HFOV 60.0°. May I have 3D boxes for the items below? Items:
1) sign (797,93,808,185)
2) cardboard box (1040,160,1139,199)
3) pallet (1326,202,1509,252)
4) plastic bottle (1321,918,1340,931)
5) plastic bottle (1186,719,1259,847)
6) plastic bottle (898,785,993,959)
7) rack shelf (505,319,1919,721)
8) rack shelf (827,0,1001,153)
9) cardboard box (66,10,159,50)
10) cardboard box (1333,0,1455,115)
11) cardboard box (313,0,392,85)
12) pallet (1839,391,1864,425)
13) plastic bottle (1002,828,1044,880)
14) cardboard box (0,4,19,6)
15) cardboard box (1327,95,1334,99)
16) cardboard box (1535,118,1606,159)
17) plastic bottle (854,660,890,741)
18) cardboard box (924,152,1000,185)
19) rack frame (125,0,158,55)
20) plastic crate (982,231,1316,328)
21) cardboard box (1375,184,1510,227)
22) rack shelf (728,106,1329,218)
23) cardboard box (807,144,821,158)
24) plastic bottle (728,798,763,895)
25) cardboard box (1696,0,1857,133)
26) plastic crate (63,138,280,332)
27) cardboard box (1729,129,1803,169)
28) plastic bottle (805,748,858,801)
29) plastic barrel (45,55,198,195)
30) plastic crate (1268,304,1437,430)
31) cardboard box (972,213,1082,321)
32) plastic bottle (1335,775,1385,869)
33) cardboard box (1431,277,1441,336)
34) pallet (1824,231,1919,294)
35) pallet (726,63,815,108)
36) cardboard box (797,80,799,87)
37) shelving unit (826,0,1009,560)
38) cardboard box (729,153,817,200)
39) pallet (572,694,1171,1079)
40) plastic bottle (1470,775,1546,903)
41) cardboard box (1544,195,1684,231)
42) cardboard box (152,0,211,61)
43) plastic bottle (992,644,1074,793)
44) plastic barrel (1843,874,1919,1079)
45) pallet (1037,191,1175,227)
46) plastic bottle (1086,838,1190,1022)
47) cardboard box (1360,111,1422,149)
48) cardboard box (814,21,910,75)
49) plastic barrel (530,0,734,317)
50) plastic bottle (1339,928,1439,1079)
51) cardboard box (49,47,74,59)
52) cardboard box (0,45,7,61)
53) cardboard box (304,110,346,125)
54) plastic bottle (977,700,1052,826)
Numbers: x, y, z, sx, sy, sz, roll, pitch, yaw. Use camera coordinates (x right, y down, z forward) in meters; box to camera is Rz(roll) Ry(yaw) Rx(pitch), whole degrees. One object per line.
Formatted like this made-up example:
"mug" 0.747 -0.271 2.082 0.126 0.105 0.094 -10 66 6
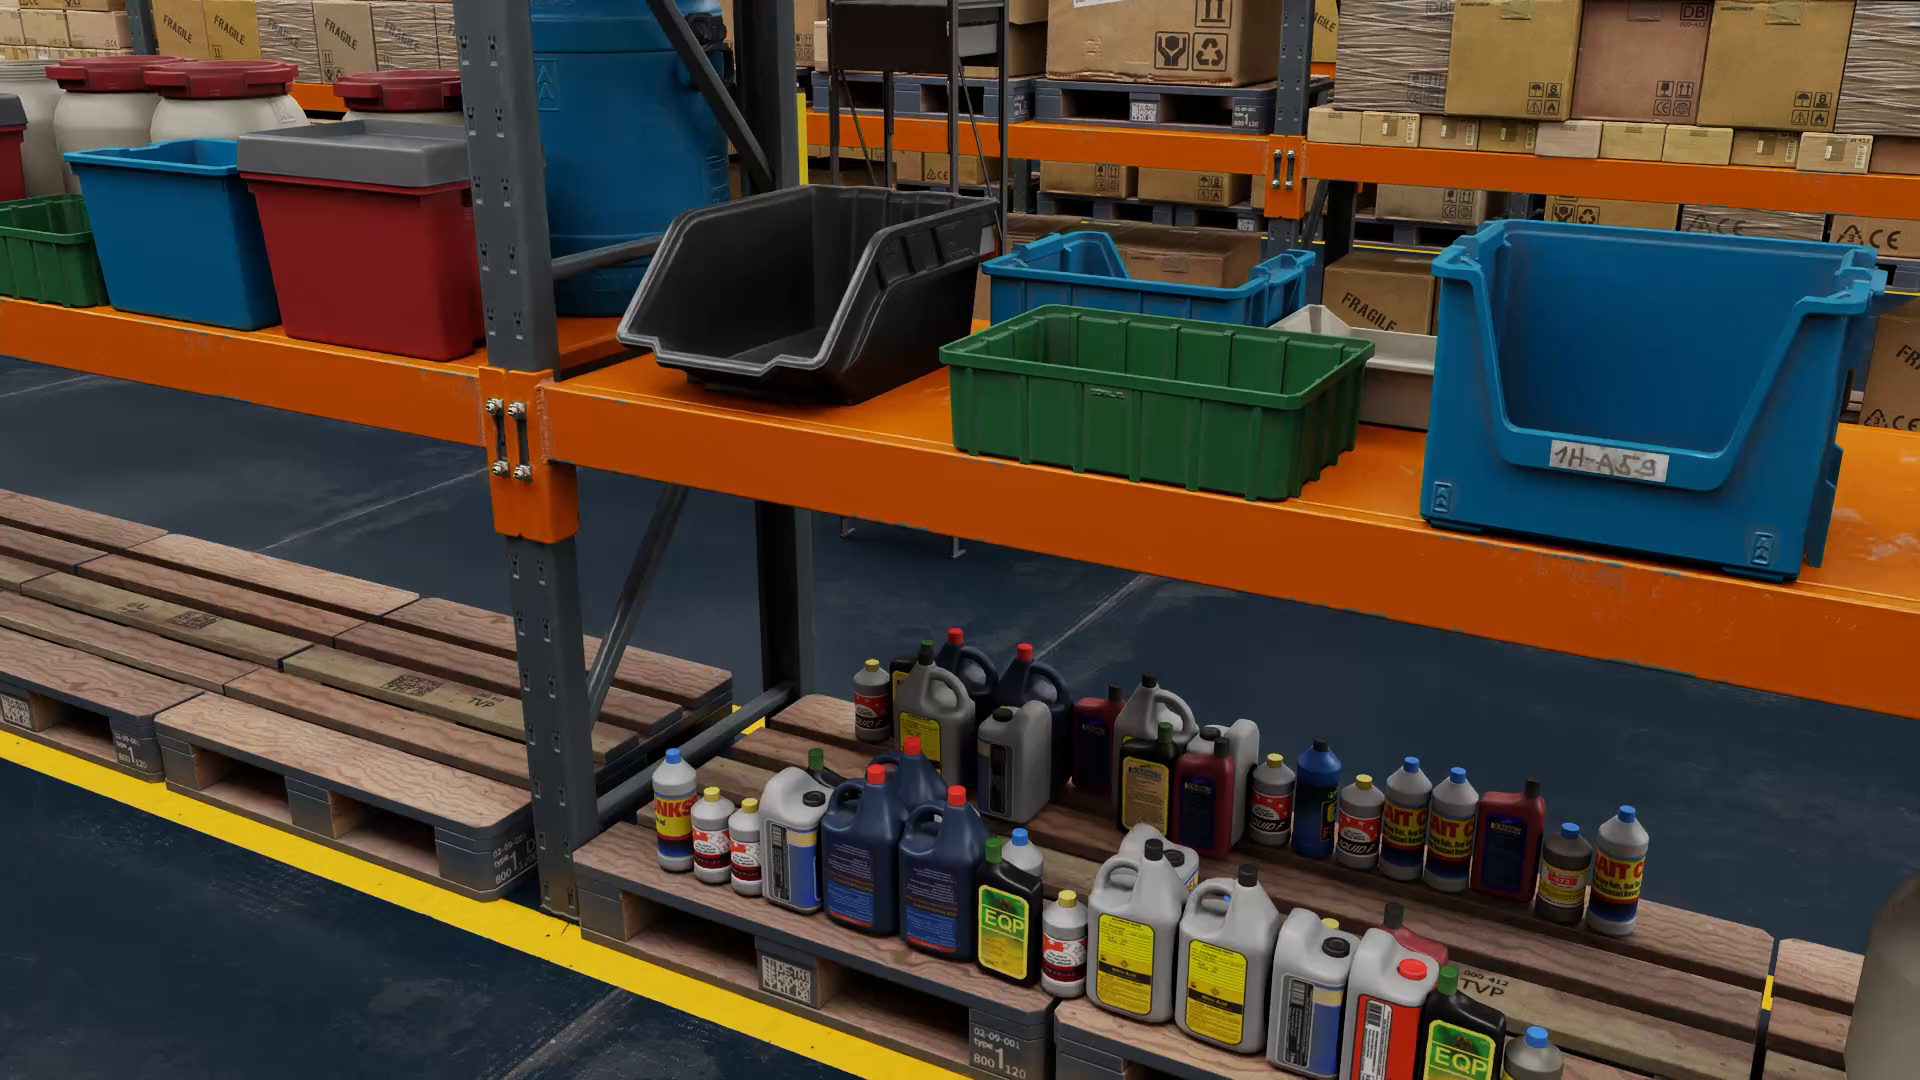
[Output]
"sign" -0.416 -0.960 4.207 0.005 0.325 0.100 11 23 27
"cardboard box" 1.224 -3.279 13.690 0.750 0.750 1.050 10 22 27
"pallet" 3.518 -2.397 12.665 1.213 0.211 1.003 11 23 27
"plastic bottle" 0.698 0.818 3.171 0.097 0.201 0.097 0 20 0
"plastic bottle" 0.598 0.541 3.825 0.135 0.276 0.152 11 23 28
"plastic bottle" -0.027 0.660 3.388 0.185 0.351 0.144 10 22 25
"rack shelf" 1.052 0.003 3.014 4.000 0.370 1.077 11 23 27
"rack shelf" -0.144 -1.660 5.849 0.480 0.518 0.431 11 23 27
"cardboard box" -5.776 -3.538 11.502 0.500 0.250 0.500 10 22 26
"cardboard box" 2.084 -2.236 7.548 0.500 0.500 0.875 11 23 27
"cardboard box" -3.653 -3.118 10.415 0.500 0.500 0.500 11 23 28
"pallet" 3.394 -0.528 7.511 1.213 0.211 1.003 11 23 27
"plastic bottle" 0.120 0.710 3.364 0.097 0.271 0.097 0 20 0
"cardboard box" -7.115 -3.793 12.206 0.500 0.250 0.500 10 22 26
"cardboard box" 4.199 -4.503 17.617 0.625 0.372 0.950 10 22 26
"cardboard box" 2.627 -1.728 7.098 0.250 0.149 0.380 11 23 27
"plastic bottle" -0.225 0.408 4.300 0.097 0.201 0.097 0 20 0
"cardboard box" 0.034 -3.321 14.173 0.500 0.500 0.500 11 23 27
"rack frame" -5.263 -3.473 11.540 0.127 3.000 1.000 11 23 27
"plastic crate" 0.405 -0.495 3.549 0.616 0.251 0.499 11 23 27
"cardboard box" 3.643 -2.819 12.420 0.750 0.750 1.050 11 23 27
"rack shelf" -0.025 -2.137 8.912 4.000 0.370 1.077 11 23 27
"cardboard box" -1.313 -3.583 14.893 0.500 0.500 0.500 11 23 28
"plastic bottle" -0.452 0.658 3.611 0.097 0.201 0.097 0 20 0
"cardboard box" 3.405 -1.994 6.880 0.500 0.500 0.875 11 23 27
"plastic crate" -1.809 -0.751 4.061 0.575 0.384 0.392 11 23 27
"cardboard box" 3.319 -1.626 6.816 0.250 0.149 0.380 11 23 27
"plastic bottle" -0.283 0.599 3.652 0.133 0.283 0.061 11 23 27
"plastic barrel" -2.441 -1.150 4.938 0.433 0.535 0.433 0 20 0
"plastic crate" 0.847 -0.349 3.316 0.437 0.136 0.530 11 23 27
"cardboard box" 0.300 -1.461 9.013 0.500 0.500 0.700 9 22 23
"plastic bottle" 0.894 0.621 3.712 0.097 0.201 0.097 0 20 0
"cardboard box" 2.555 -0.993 7.755 0.500 0.500 0.500 -17 26 -39
"pallet" 5.923 -1.939 11.401 1.213 0.211 1.003 11 23 27
"pallet" -1.097 -2.631 9.500 1.003 0.211 1.213 11 23 27
"cardboard box" -1.330 -3.932 14.756 0.500 0.250 0.500 12 23 29
"shelving unit" -0.145 -1.015 6.083 0.503 2.100 0.431 11 23 27
"cardboard box" -1.171 -2.090 9.647 0.500 0.250 0.500 12 23 29
"pallet" -0.128 0.767 3.941 1.213 0.211 1.003 11 23 27
"plastic bottle" 1.178 0.630 3.568 0.133 0.283 0.061 11 23 28
"cardboard box" 4.743 -2.675 11.842 0.875 0.875 0.875 11 23 28
"cardboard box" -4.983 -3.369 11.107 0.500 0.500 0.500 11 23 27
"plastic bottle" 0.176 0.424 4.038 0.185 0.351 0.144 10 22 25
"plastic barrel" 1.749 0.799 2.796 0.421 0.512 0.421 0 20 0
"pallet" 1.388 -2.803 13.783 1.213 0.211 1.003 11 23 27
"plastic bottle" 0.344 0.730 3.193 0.185 0.351 0.144 11 22 27
"cardboard box" 1.974 -1.854 7.445 0.250 0.149 0.380 11 23 27
"cardboard box" -0.420 -2.587 8.703 0.500 0.250 0.500 10 22 26
"plastic barrel" -0.884 -1.058 4.148 0.708 0.901 0.600 11 23 27
"plastic bottle" 0.774 0.846 2.984 0.135 0.276 0.152 11 23 28
"cardboard box" -6.138 -3.394 11.690 0.250 0.149 0.380 10 22 26
"cardboard box" -6.811 -3.522 12.043 0.250 0.149 0.380 10 22 26
"cardboard box" -3.914 -2.423 11.145 0.875 0.875 1.225 10 22 25
"plastic bottle" 0.126 0.507 3.918 0.135 0.276 0.152 11 23 27
